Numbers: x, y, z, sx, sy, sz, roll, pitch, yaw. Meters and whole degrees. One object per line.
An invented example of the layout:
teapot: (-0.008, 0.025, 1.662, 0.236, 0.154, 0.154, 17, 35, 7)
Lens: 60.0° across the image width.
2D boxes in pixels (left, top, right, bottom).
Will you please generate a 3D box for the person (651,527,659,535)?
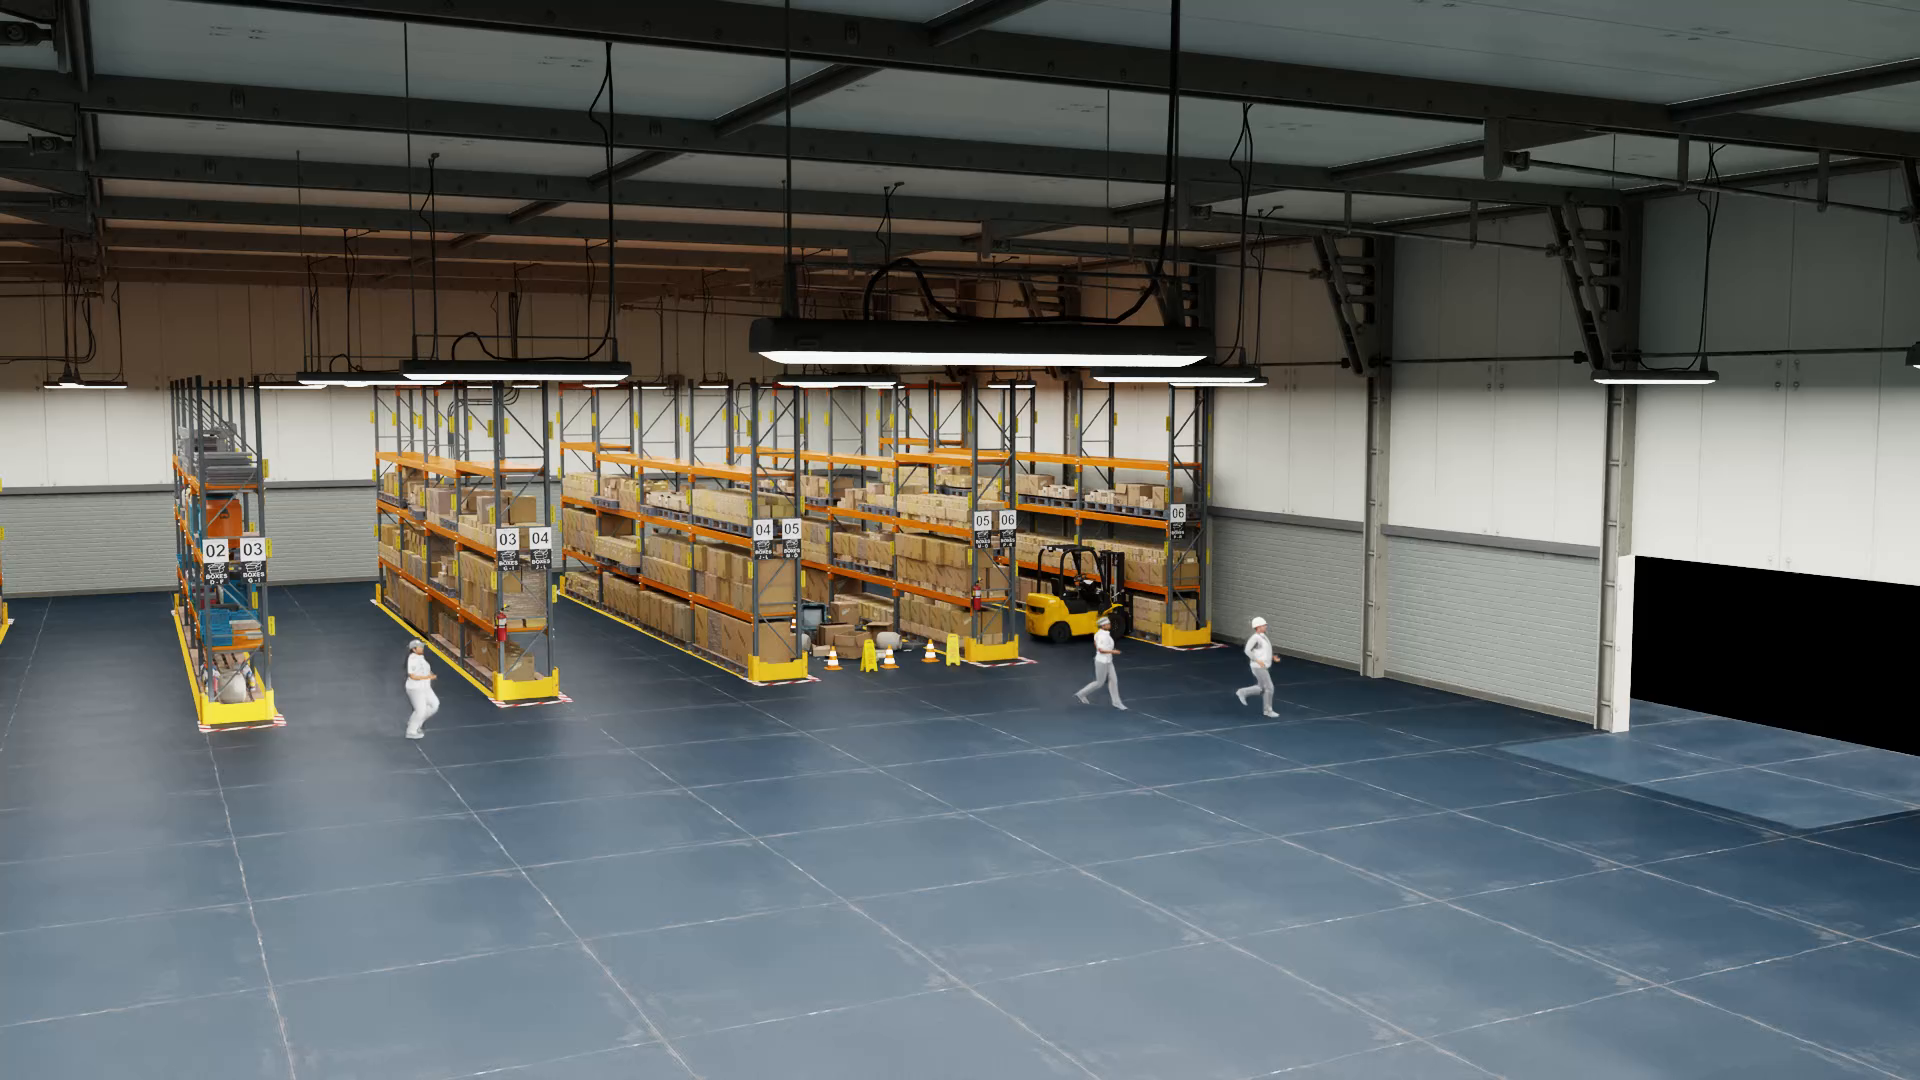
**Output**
person: (-9.054, 0.459, 49.831, 0.968, 1.684, 0.585, -3, 6, -27)

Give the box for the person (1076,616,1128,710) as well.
person: (2.566, 2.212, 29.960, 0.924, 1.712, 0.579, 1, 5, 15)

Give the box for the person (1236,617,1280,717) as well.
person: (5.279, 2.246, 29.450, 0.819, 1.763, 0.662, 2, 6, 25)

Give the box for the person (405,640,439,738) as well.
person: (-8.890, 2.460, 27.502, 0.576, 1.638, 0.591, 0, 5, 0)
